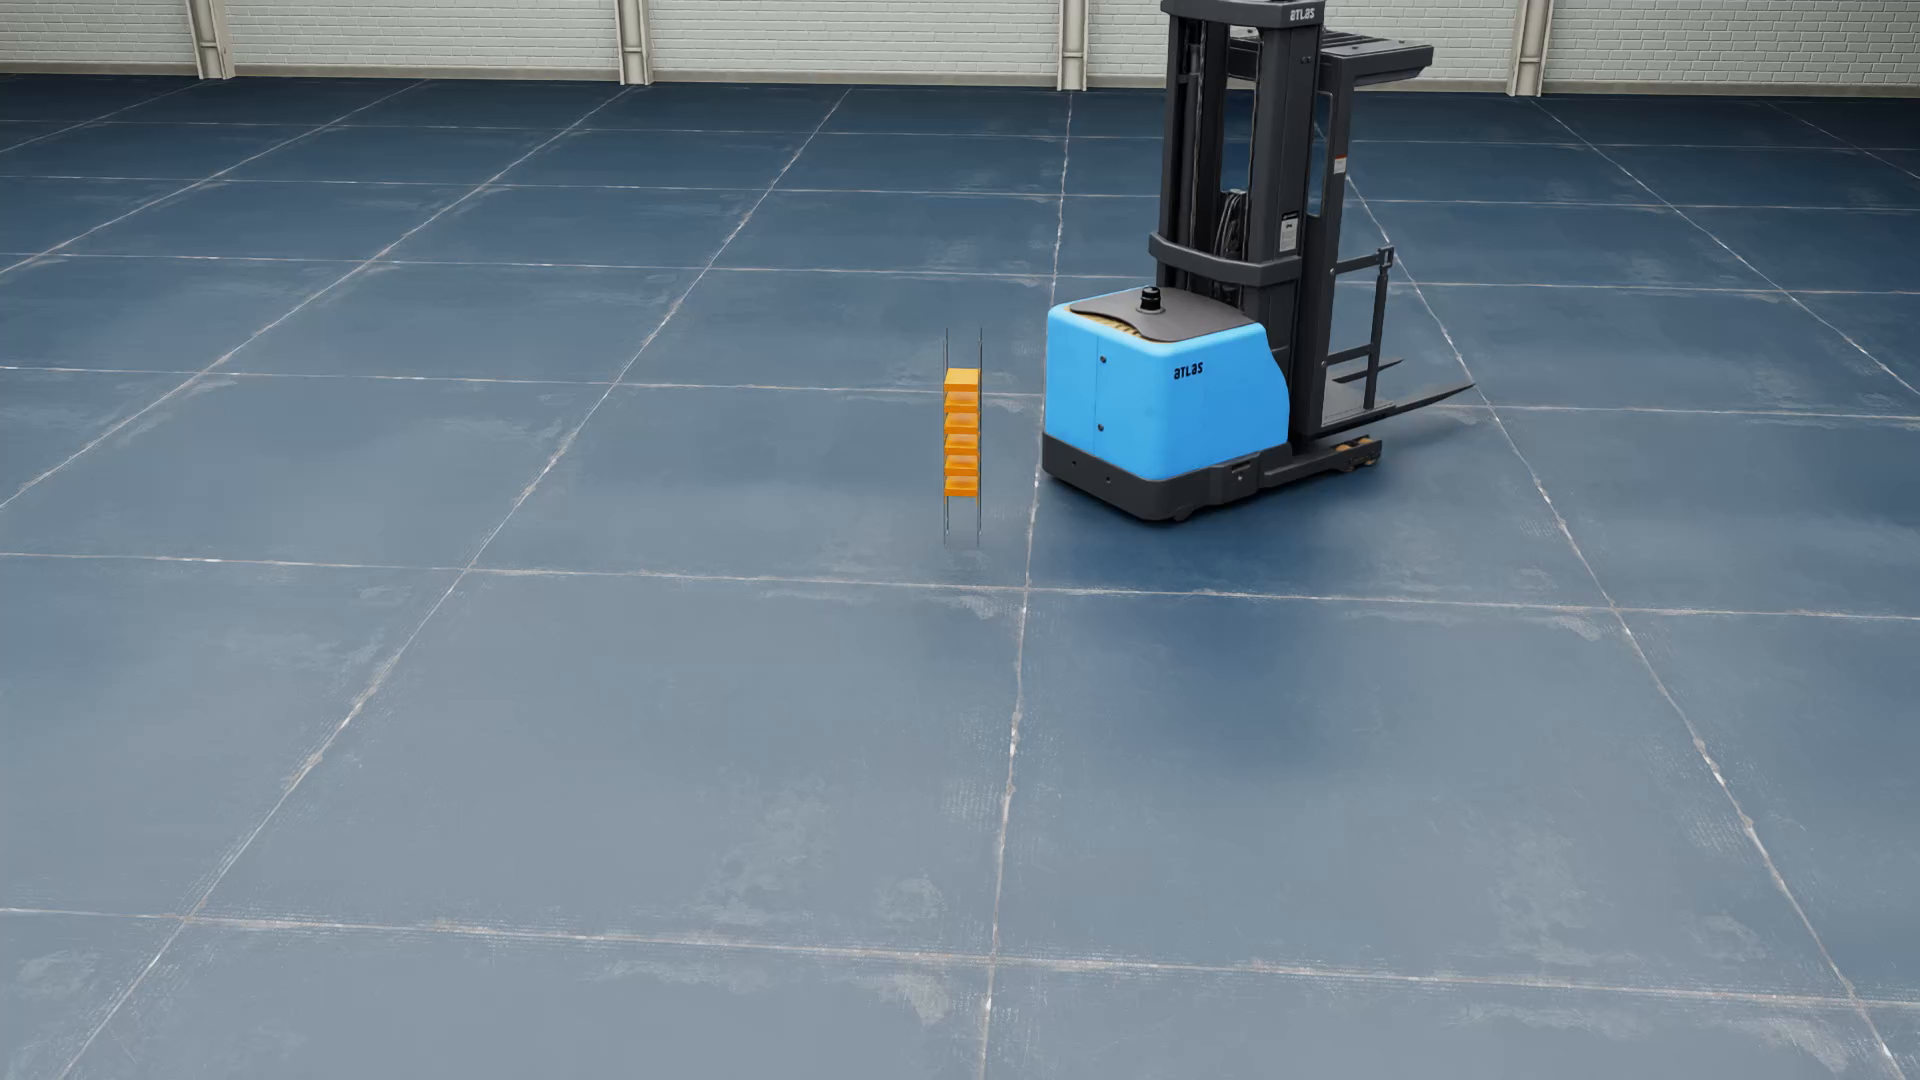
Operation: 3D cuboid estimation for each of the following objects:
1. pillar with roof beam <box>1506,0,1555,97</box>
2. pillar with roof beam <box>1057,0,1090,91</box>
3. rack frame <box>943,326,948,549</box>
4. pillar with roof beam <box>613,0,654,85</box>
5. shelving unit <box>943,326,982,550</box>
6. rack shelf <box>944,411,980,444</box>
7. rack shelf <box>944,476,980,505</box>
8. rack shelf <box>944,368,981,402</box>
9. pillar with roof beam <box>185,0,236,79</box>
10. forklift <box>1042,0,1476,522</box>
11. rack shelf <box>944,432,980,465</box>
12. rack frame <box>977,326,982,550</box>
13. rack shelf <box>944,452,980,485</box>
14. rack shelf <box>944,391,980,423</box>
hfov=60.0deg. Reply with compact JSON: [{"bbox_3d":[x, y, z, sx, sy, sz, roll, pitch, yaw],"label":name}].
[{"bbox_3d":[7.173,-8.232,16.375,0.400,9.000,9.100,2,25,4],"label":"pillar with roof beam"},{"bbox_3d":[1.191,-8.424,16.792,0.400,9.000,9.100,2,25,4],"label":"pillar with roof beam"},{"bbox_3d":[-0.077,-0.548,9.005,0.006,1.200,0.240,2,25,4],"label":"rack frame"},{"bbox_3d":[-4.791,-8.616,17.210,0.400,9.000,9.100,2,25,4],"label":"pillar with roof beam"},{"bbox_3d":[0.014,-0.545,8.998,0.189,1.200,0.258,2,25,4],"label":"shelving unit"},{"bbox_3d":[0.014,-0.613,8.967,0.180,0.103,0.258,2,25,4],"label":"rack shelf"},{"bbox_3d":[0.014,-0.286,9.117,0.180,0.103,0.258,2,25,4],"label":"rack shelf"},{"bbox_3d":[0.014,-0.831,8.866,0.180,0.103,0.258,2,25,4],"label":"rack shelf"},{"bbox_3d":[-10.774,-8.808,17.627,0.400,9.000,9.100,2,25,4],"label":"pillar with roof beam"},{"bbox_3d":[1.984,-1.906,9.887,3.031,2.935,1.130,-17,30,-32],"label":"forklift"},{"bbox_3d":[0.014,-0.504,9.017,0.180,0.103,0.258,2,25,4],"label":"rack shelf"},{"bbox_3d":[0.106,-0.542,8.992,0.006,1.200,0.240,2,25,4],"label":"rack frame"},{"bbox_3d":[0.014,-0.395,9.067,0.180,0.103,0.258,2,25,4],"label":"rack shelf"},{"bbox_3d":[0.014,-0.722,8.916,0.180,0.103,0.258,2,25,4],"label":"rack shelf"}]
